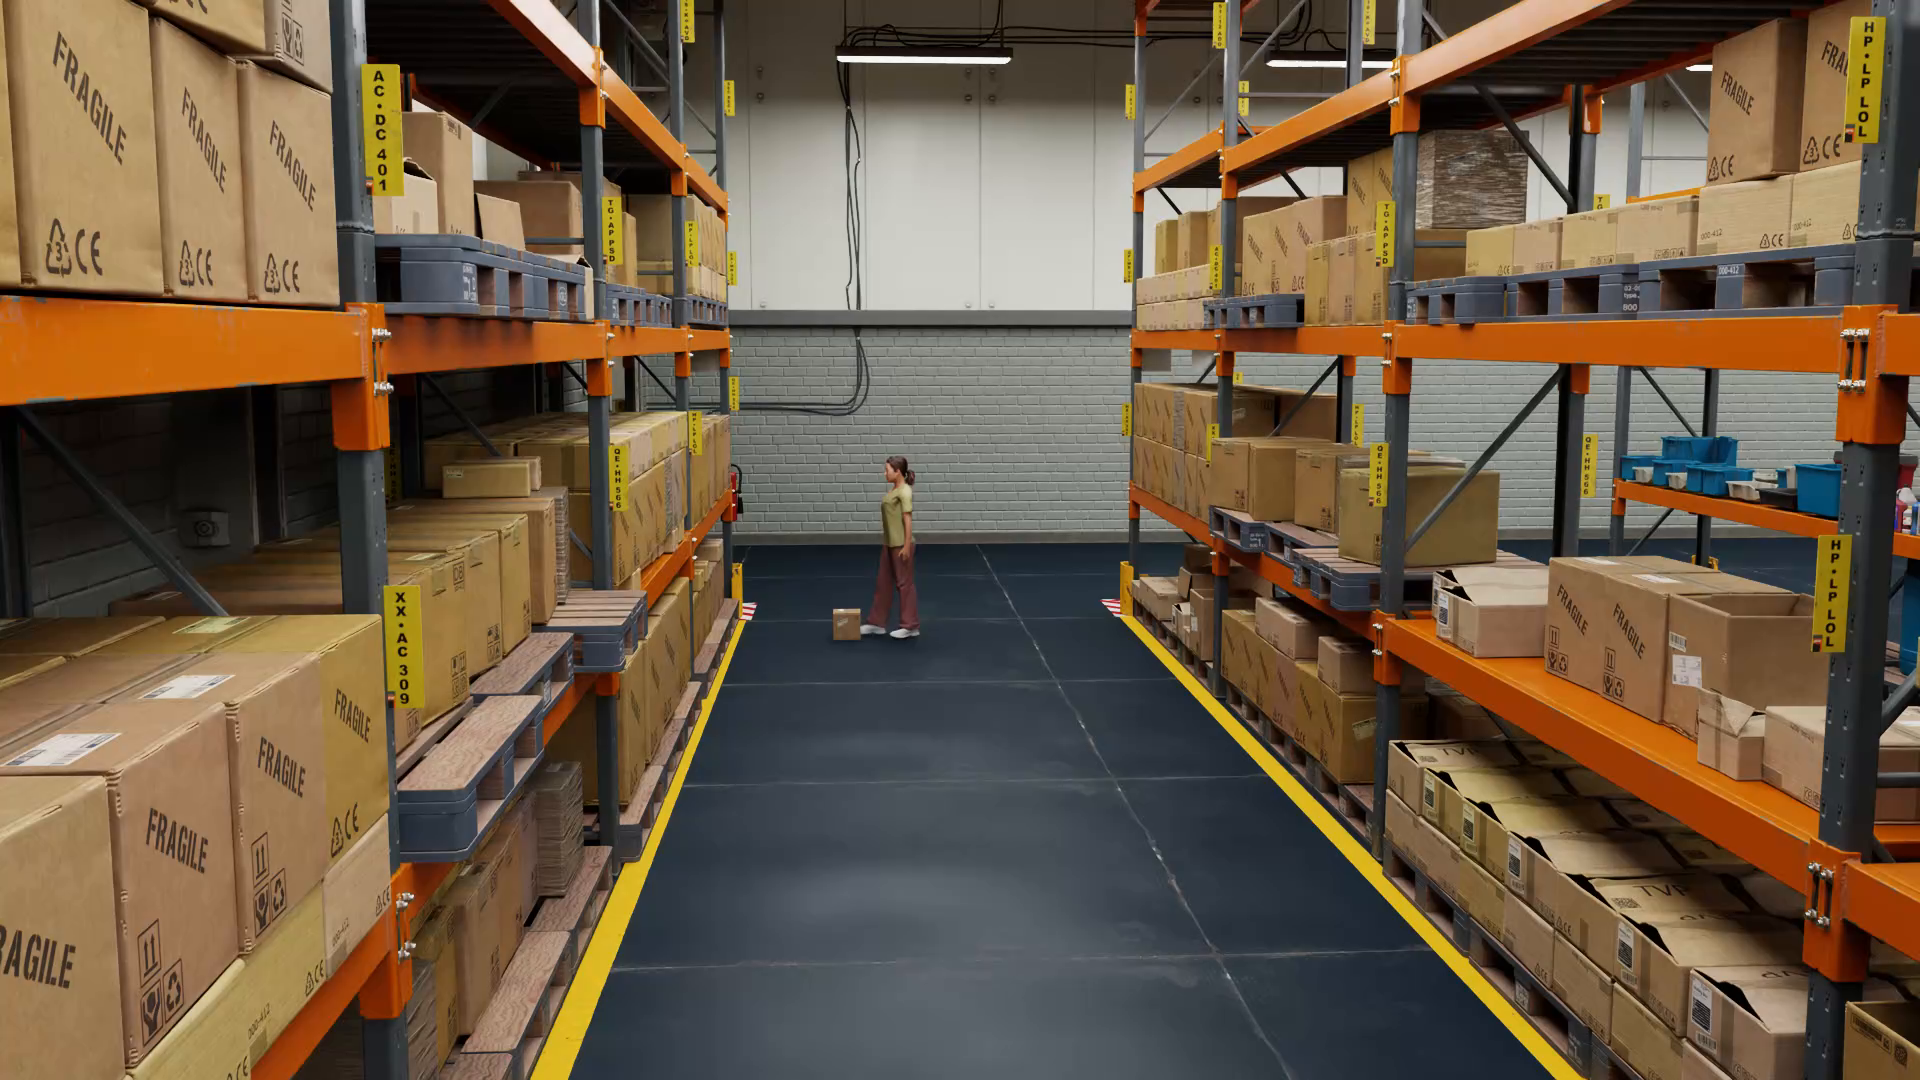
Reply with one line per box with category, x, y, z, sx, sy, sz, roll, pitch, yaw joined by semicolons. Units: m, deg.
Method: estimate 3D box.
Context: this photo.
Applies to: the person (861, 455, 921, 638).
person;-0.656;0.059;15.188;0.582;1.669;0.473;-2;7;-17
